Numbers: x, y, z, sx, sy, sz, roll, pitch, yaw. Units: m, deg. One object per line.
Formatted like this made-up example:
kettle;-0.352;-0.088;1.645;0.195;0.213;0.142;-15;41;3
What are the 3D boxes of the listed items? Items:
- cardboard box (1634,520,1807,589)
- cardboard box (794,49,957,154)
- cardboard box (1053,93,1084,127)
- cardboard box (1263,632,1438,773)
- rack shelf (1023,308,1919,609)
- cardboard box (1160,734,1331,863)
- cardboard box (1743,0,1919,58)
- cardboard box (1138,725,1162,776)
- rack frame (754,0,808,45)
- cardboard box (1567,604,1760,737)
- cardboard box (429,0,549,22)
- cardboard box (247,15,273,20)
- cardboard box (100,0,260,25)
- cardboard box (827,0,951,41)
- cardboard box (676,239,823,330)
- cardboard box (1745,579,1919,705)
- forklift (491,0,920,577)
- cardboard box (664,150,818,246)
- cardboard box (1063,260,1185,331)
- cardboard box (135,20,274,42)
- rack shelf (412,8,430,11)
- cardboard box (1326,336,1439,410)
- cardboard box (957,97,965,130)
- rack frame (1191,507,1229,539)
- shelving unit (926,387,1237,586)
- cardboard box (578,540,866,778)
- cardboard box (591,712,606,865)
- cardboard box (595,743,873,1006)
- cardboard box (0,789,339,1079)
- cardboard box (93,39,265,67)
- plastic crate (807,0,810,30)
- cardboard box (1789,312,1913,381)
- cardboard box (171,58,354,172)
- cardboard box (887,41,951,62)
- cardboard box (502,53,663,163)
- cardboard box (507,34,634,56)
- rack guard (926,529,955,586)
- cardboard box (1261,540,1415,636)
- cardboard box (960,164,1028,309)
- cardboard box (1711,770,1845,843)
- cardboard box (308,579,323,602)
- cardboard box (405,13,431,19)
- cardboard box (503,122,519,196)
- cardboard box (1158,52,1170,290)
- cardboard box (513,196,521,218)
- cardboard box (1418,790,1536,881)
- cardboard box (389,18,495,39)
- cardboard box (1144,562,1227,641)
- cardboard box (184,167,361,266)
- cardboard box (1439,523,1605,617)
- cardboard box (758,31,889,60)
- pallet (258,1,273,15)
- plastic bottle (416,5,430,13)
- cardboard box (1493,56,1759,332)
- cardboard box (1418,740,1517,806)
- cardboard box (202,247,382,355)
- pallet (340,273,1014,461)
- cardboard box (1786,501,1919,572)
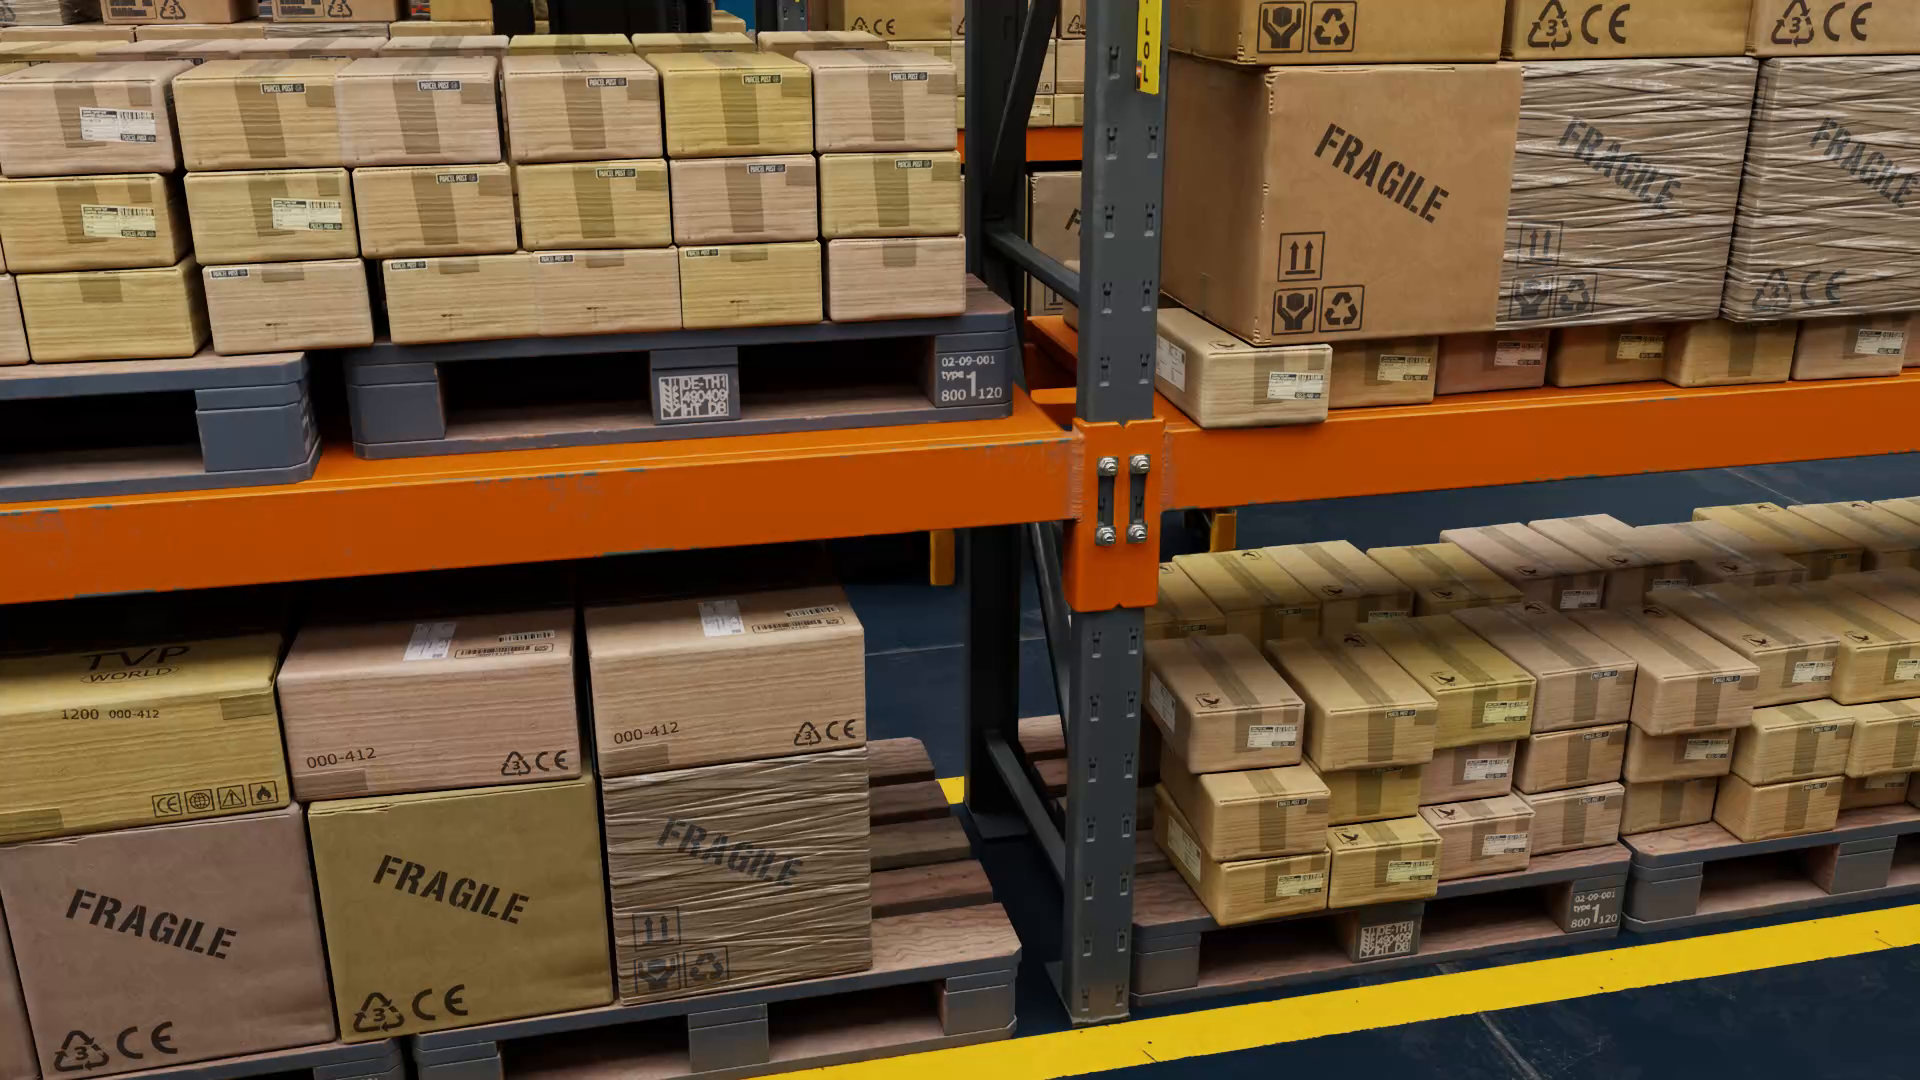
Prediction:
cardboard box;1.990;0.085;4.390;0.250;0.149;0.380;-5;21;-12
cardboard box;-0.162;-0.812;3.060;0.250;0.149;0.380;-4;20;-10
cardboard box;0.522;-2.097;8.042;0.250;0.149;0.380;-5;21;-13
cardboard box;0.849;0.352;3.663;0.250;0.149;0.380;-4;20;-10
rack shelf;2.130;-0.371;4.013;4.000;0.370;1.077;-5;21;-12
cardboard box;0.611;0.530;3.610;0.250;0.149;0.380;-4;20;-10
cardboard box;1.678;-1.237;3.298;0.500;0.500;0.500;-4;21;-12
cardboard box;0.487;0.446;4.271;0.250;0.149;0.380;-4;21;-12
rack frame;-0.859;-2.219;8.011;0.127;3.000;1.000;-5;21;-12
cardboard box;1.599;0.294;3.820;0.250;0.149;0.380;-4;21;-11
cardboard box;-2.149;-2.633;7.538;0.637;0.503;0.797;-4;21;-12
cardboard box;-3.337;-2.151;7.680;0.500;0.500;0.500;-5;21;-14
cardboard box;-3.401;-2.523;7.239;0.637;0.503;0.797;-4;21;-11
cardboard box;-0.334;-2.593;7.727;0.500;0.500;0.500;-5;21;-12
cardboard box;-0.409;-0.511;3.104;0.250;0.149;0.380;-5;21;-12
cardboard box;2.094;0.238;3.972;0.250;0.149;0.380;-5;21;-12
forklift;-1.649;-1.427;5.949;3.031;2.935;1.130;1;20;3
cardboard box;-0.414;-0.651;3.052;0.250;0.149;0.380;-5;21;-12
cardboard box;0.408;-0.534;3.776;0.250;0.149;0.380;-5;21;-13
cardboard box;-3.217;-1.980;7.213;0.500;0.500;0.500;-5;21;-13
rack shelf;-6.225;-6.697;21.282;4.000;0.370;1.077;-5;21;-12
cardboard box;0.769;-0.391;3.386;0.250;0.149;0.380;-4;21;-11
cardboard box;0.017;-2.055;7.929;0.250;0.149;0.380;-4;20;-11
rack frame;0.922;-0.659;5.933;0.032;1.500;0.500;-1;20;-3
shelving unit;0.423;-0.651;5.910;1.083;1.500;0.587;-1;20;-3
cardboard box;-0.483;0.217;3.294;0.500;0.250;0.500;-5;21;-14
cardboard box;-0.596;0.396;3.897;0.500;0.500;0.500;-4;20;-10
cardboard box;-0.478;0.569;3.425;0.500;0.500;0.500;-5;21;-14
cardboard box;-1.478;0.648;3.207;0.500;0.500;0.500;-5;21;-14
cardboard box;-1.563;-0.929;3.380;0.250;0.149;0.380;-4;20;-10
plastic crate;-1.072;-3.922;12.479;0.583;0.464;0.402;-5;21;-12
cardboard box;1.805;-0.466;3.591;0.250;0.149;0.380;-4;20;-10
cardboard box;-1.170;-0.732;2.841;0.250;0.149;0.380;-5;21;-14
cardboard box;-0.341;-2.238;7.848;0.500;0.250;0.500;-5;21;-13
cardboard box;-0.675;-0.771;2.948;0.250;0.149;0.380;-5;21;-14
cardboard box;-0.825;-0.989;3.542;0.250;0.149;0.380;-4;21;-12
rack guard;-0.074;-0.055;6.103;0.087;0.250;0.587;-1;20;-3
cardboard box;0.951;0.141;4.239;0.250;0.149;0.380;-5;21;-13
cardboard box;-0.198;-1.444;8.374;0.875;0.875;0.875;-5;21;-12
cardboard box;1.866;0.553;3.978;0.250;0.149;0.380;-5;21;-14
cardboard box;-1.113;0.087;3.650;0.500;0.250;0.500;-4;21;-11
cardboard box;-2.340;-2.234;7.906;0.500;0.500;0.500;-5;21;-14
cardboard box;-1.061;-0.830;3.541;0.250;0.149;0.380;-6;21;-15
cardboard box;0.590;-0.870;3.751;0.500;0.500;0.500;-5;21;-12
cardboard box;-1.062;-0.691;3.594;0.250;0.149;0.380;-4;21;-12
cardboard box;1.101;0.611;3.819;0.250;0.149;0.380;-5;21;-13
cardboard box;-2.241;-2.057;7.423;0.500;0.500;0.500;-5;21;-13
cardboard box;0.471;0.196;4.087;0.250;0.149;0.380;-4;21;-11
cardboard box;-1.174;-0.589;2.883;0.250;0.149;0.380;-6;21;-15
cardboard box;1.463;0.094;4.367;0.250;0.149;0.380;-6;21;-15
cardboard box;-0.305;-1.032;3.661;0.250;0.149;0.380;-4;20;-10
pallet;-6.384;-5.206;16.443;1.003;0.211;1.213;-5;21;-12
plastic bottle;-4.009;-3.826;12.471;0.185;0.351;0.144;-5;21;-12
cardboard box;1.204;-0.734;3.379;0.500;0.500;0.500;-5;21;-12
cardboard box;1.065;0.448;3.832;0.250;0.149;0.380;-5;21;-13
cardboard box;-1.166;-0.449;2.933;0.250;0.149;0.380;-6;21;-15
pallet;-0.593;-0.449;3.458;1.213;0.211;1.003;-5;21;-12
cardboard box;2.479;0.028;4.547;0.250;0.149;0.380;-4;20;-10
